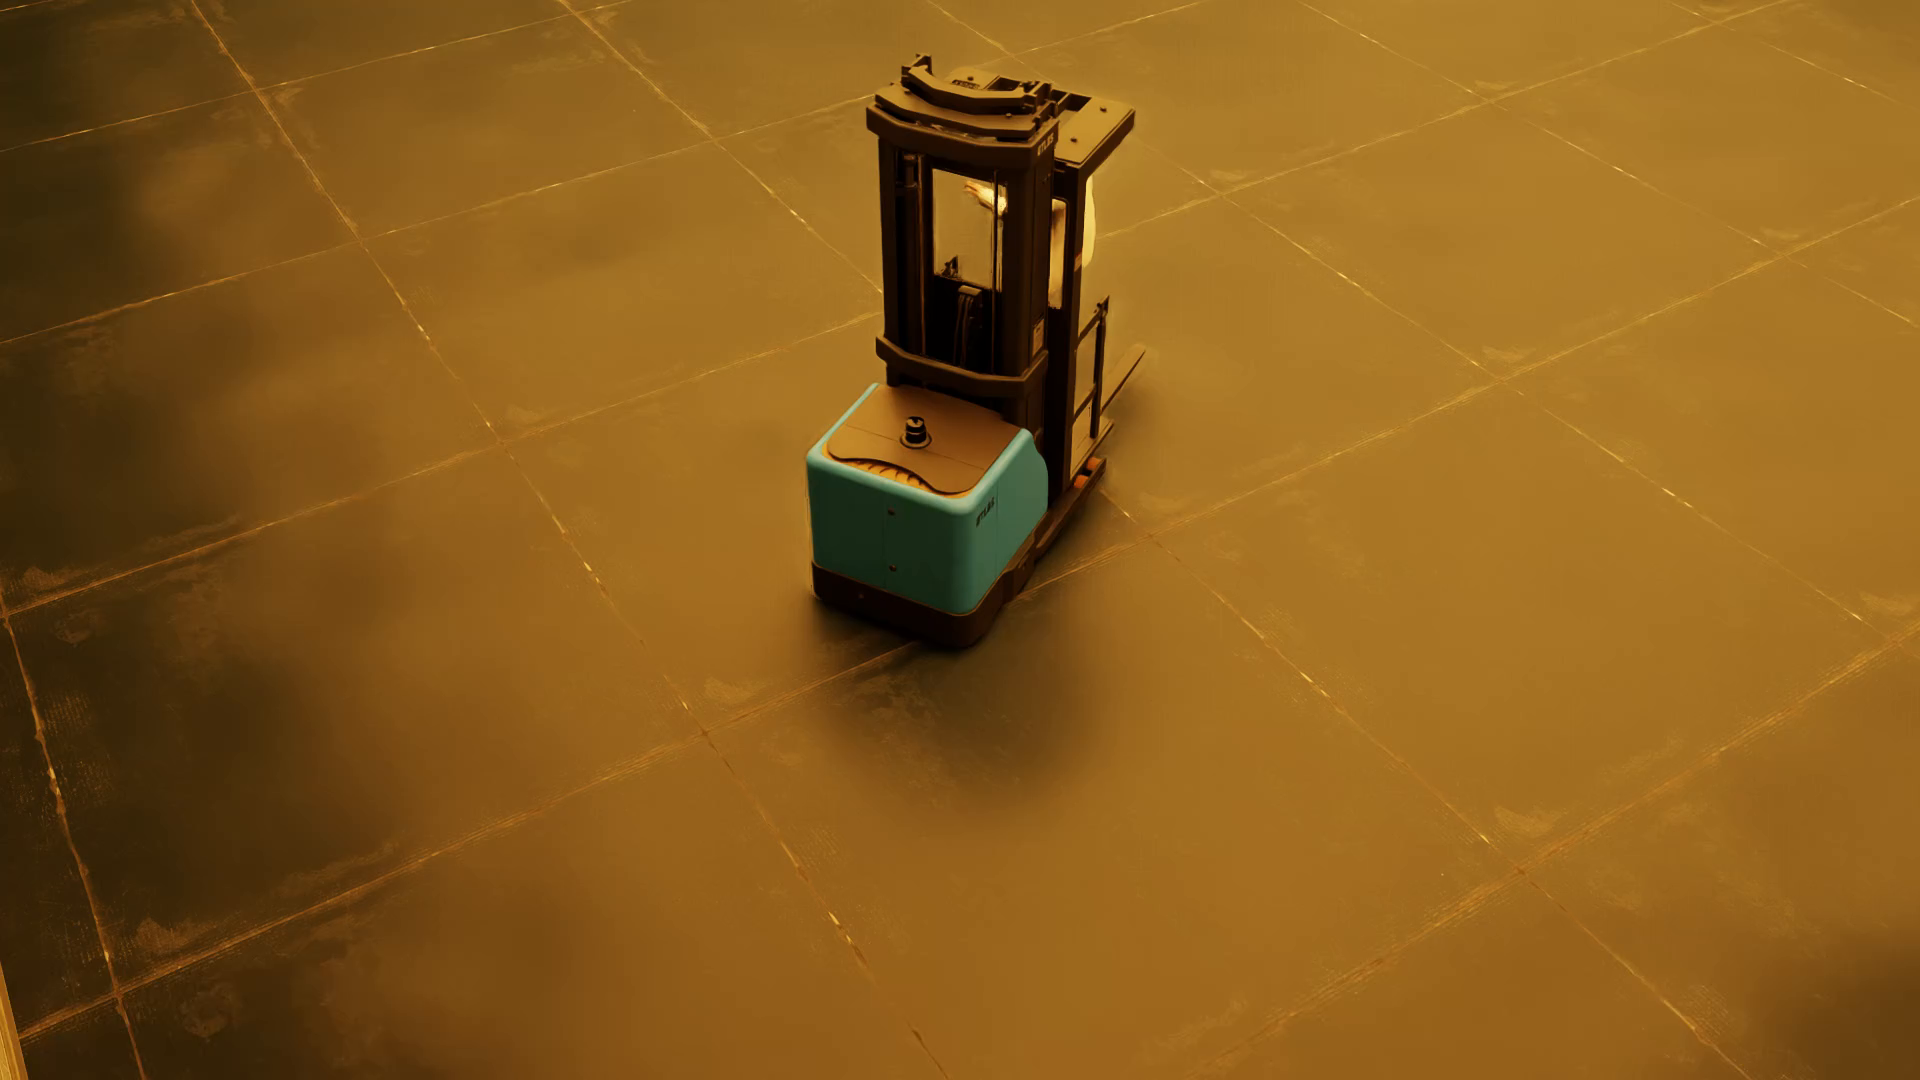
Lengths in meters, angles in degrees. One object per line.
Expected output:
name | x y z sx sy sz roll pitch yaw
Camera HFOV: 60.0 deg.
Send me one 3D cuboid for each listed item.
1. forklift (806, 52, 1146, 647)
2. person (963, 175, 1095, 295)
forklift | 0.269 -1.470 9.553 1.130 2.935 3.031 19 45 20
person | 0.480 -2.106 11.375 1.164 1.445 1.027 28 48 28
